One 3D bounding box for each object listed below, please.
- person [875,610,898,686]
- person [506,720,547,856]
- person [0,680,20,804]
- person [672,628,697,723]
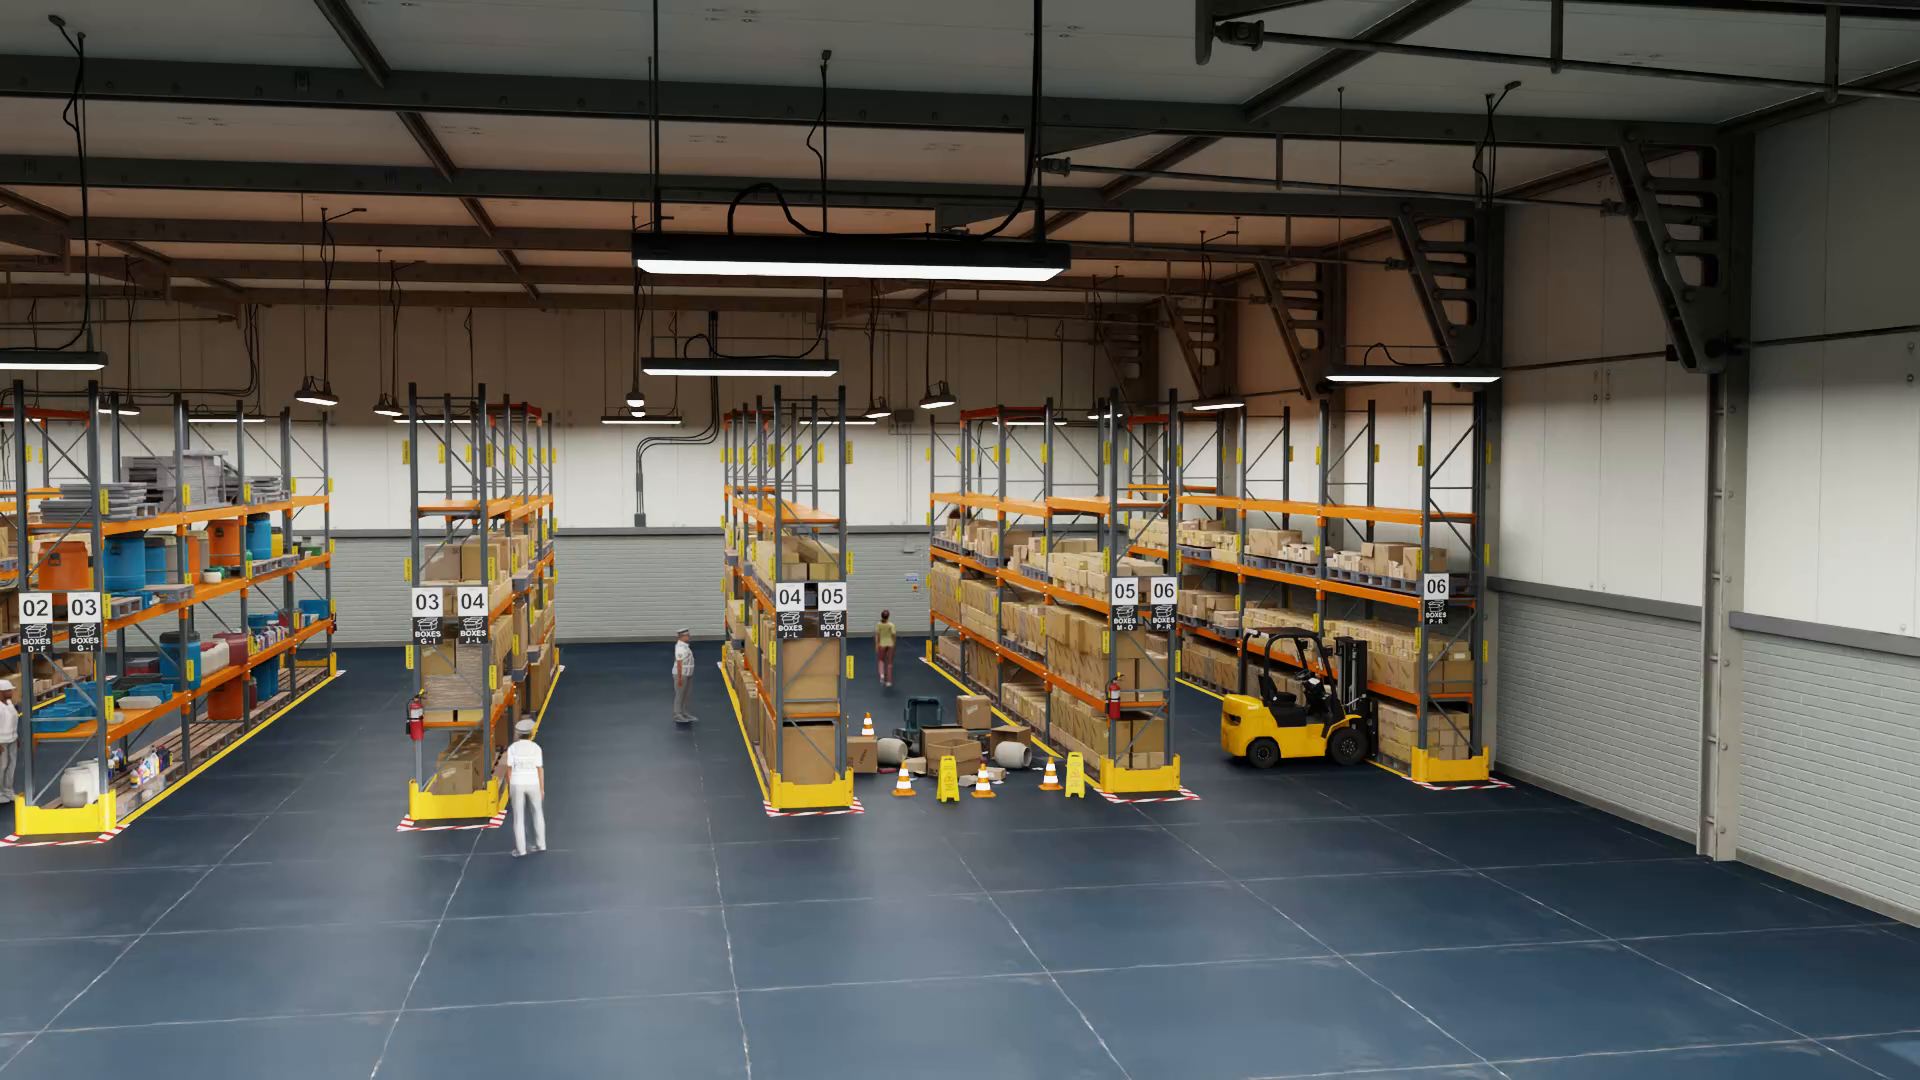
[{"bbox_3d":[-1.597,2.328,36.025,0.505,1.656,0.455,0,3,-2],"label":"person"},{"bbox_3d":[-5.445,3.104,20.878,0.474,1.705,0.484,-1,3,-13],"label":"person"},{"bbox_3d":[-13.779,2.899,23.949,0.366,1.773,0.589,0,3,2],"label":"person"},{"bbox_3d":[-5.203,2.534,31.244,0.404,1.774,0.606,0,3,3],"label":"person"}]
